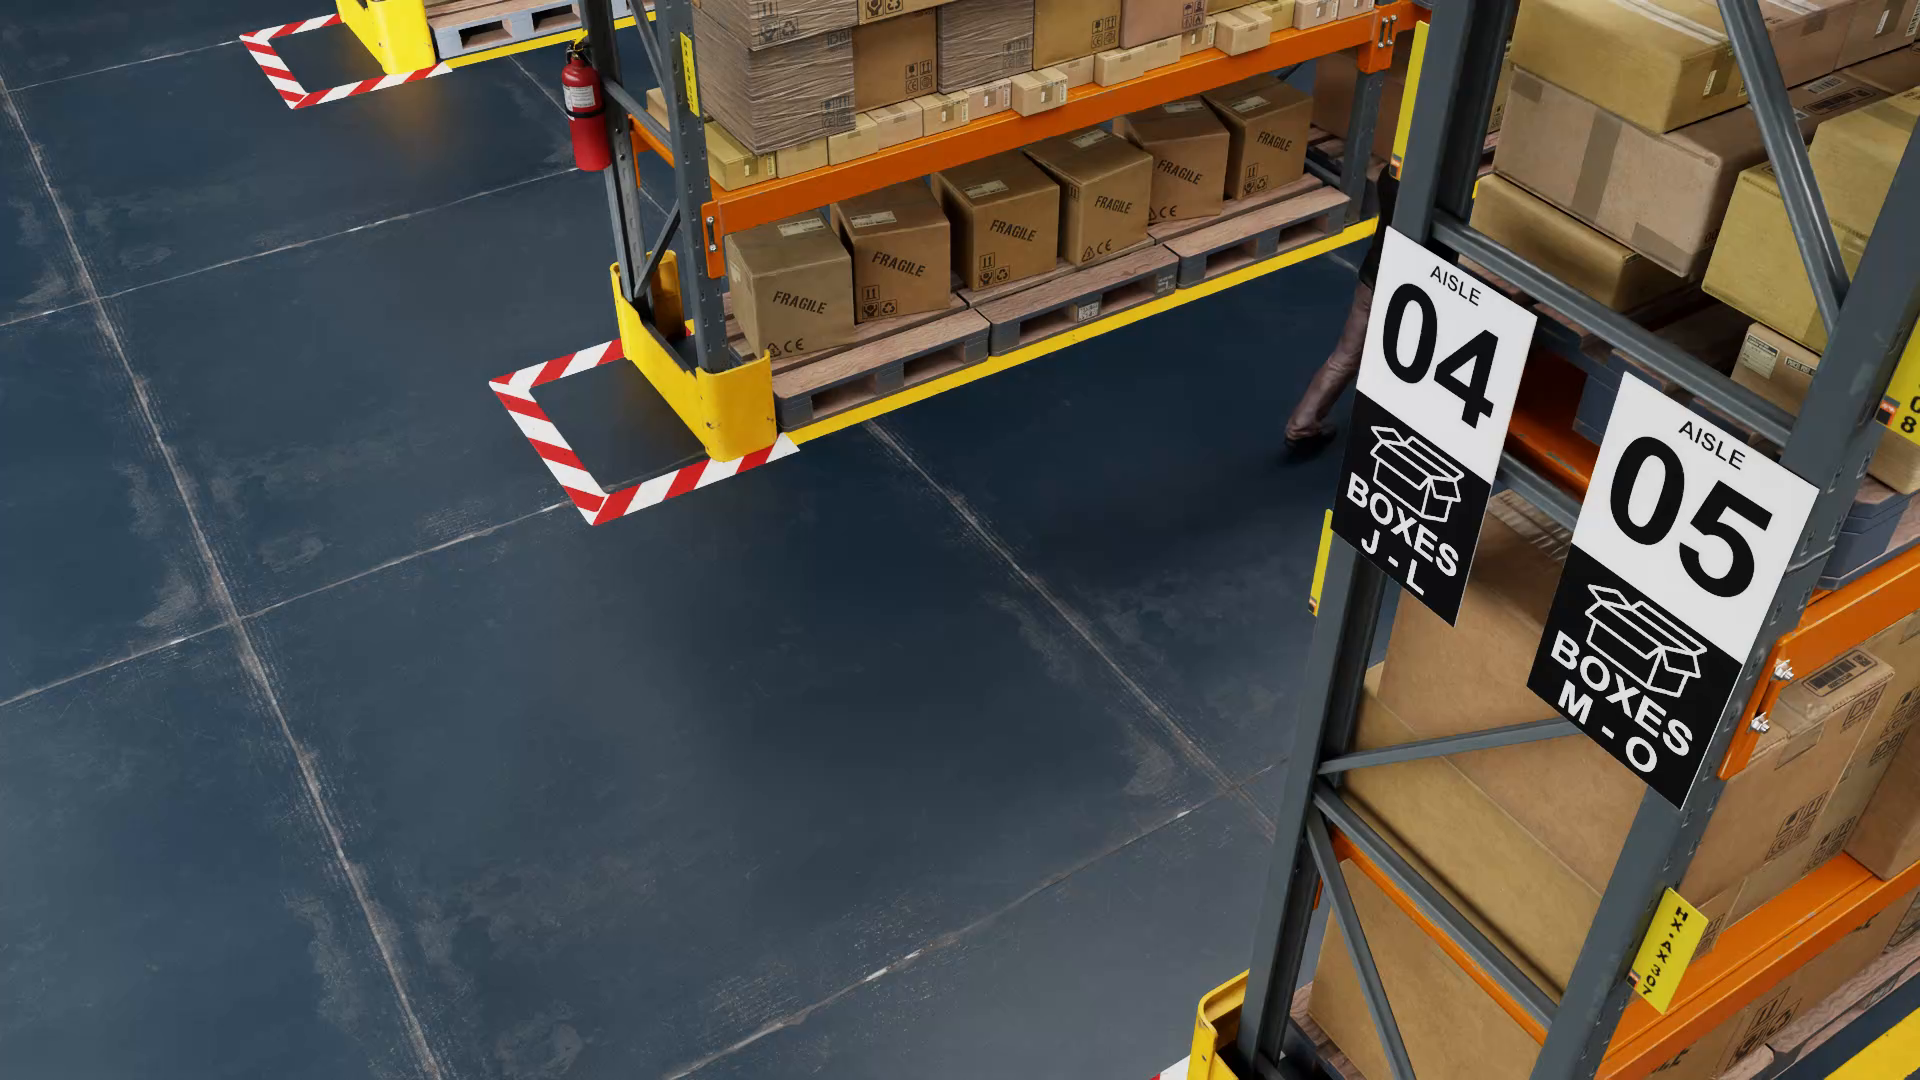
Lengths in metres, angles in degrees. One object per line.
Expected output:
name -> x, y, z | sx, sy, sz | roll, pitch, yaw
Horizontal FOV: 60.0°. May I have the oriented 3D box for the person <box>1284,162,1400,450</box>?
person -> 2.038, -1.139, 7.497 | 1.058, 1.666, 0.567 | -16, 43, -18
